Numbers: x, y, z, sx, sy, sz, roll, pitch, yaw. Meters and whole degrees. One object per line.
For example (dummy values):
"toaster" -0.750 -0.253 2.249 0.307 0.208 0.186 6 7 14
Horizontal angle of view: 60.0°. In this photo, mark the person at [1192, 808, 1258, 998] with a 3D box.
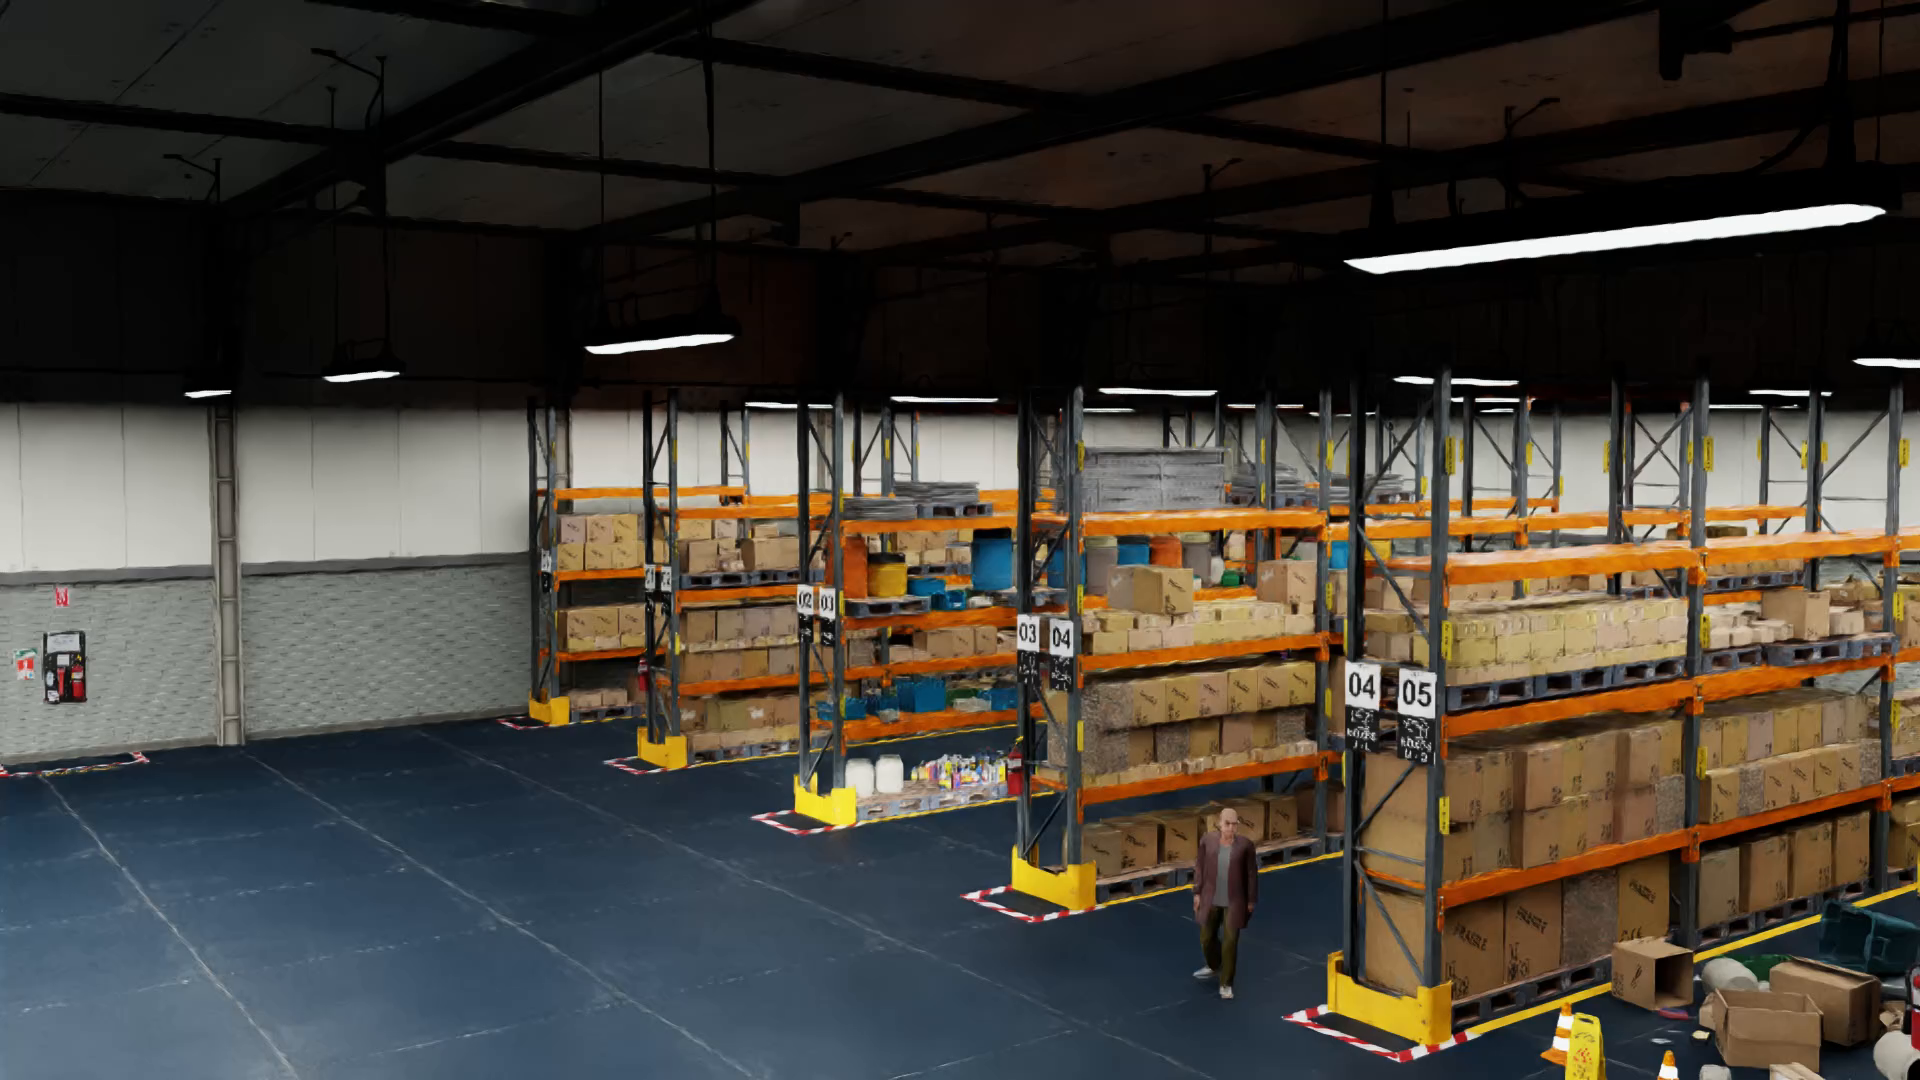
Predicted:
"person" 2.490 3.360 15.623 0.616 1.767 0.614 1 4 19
